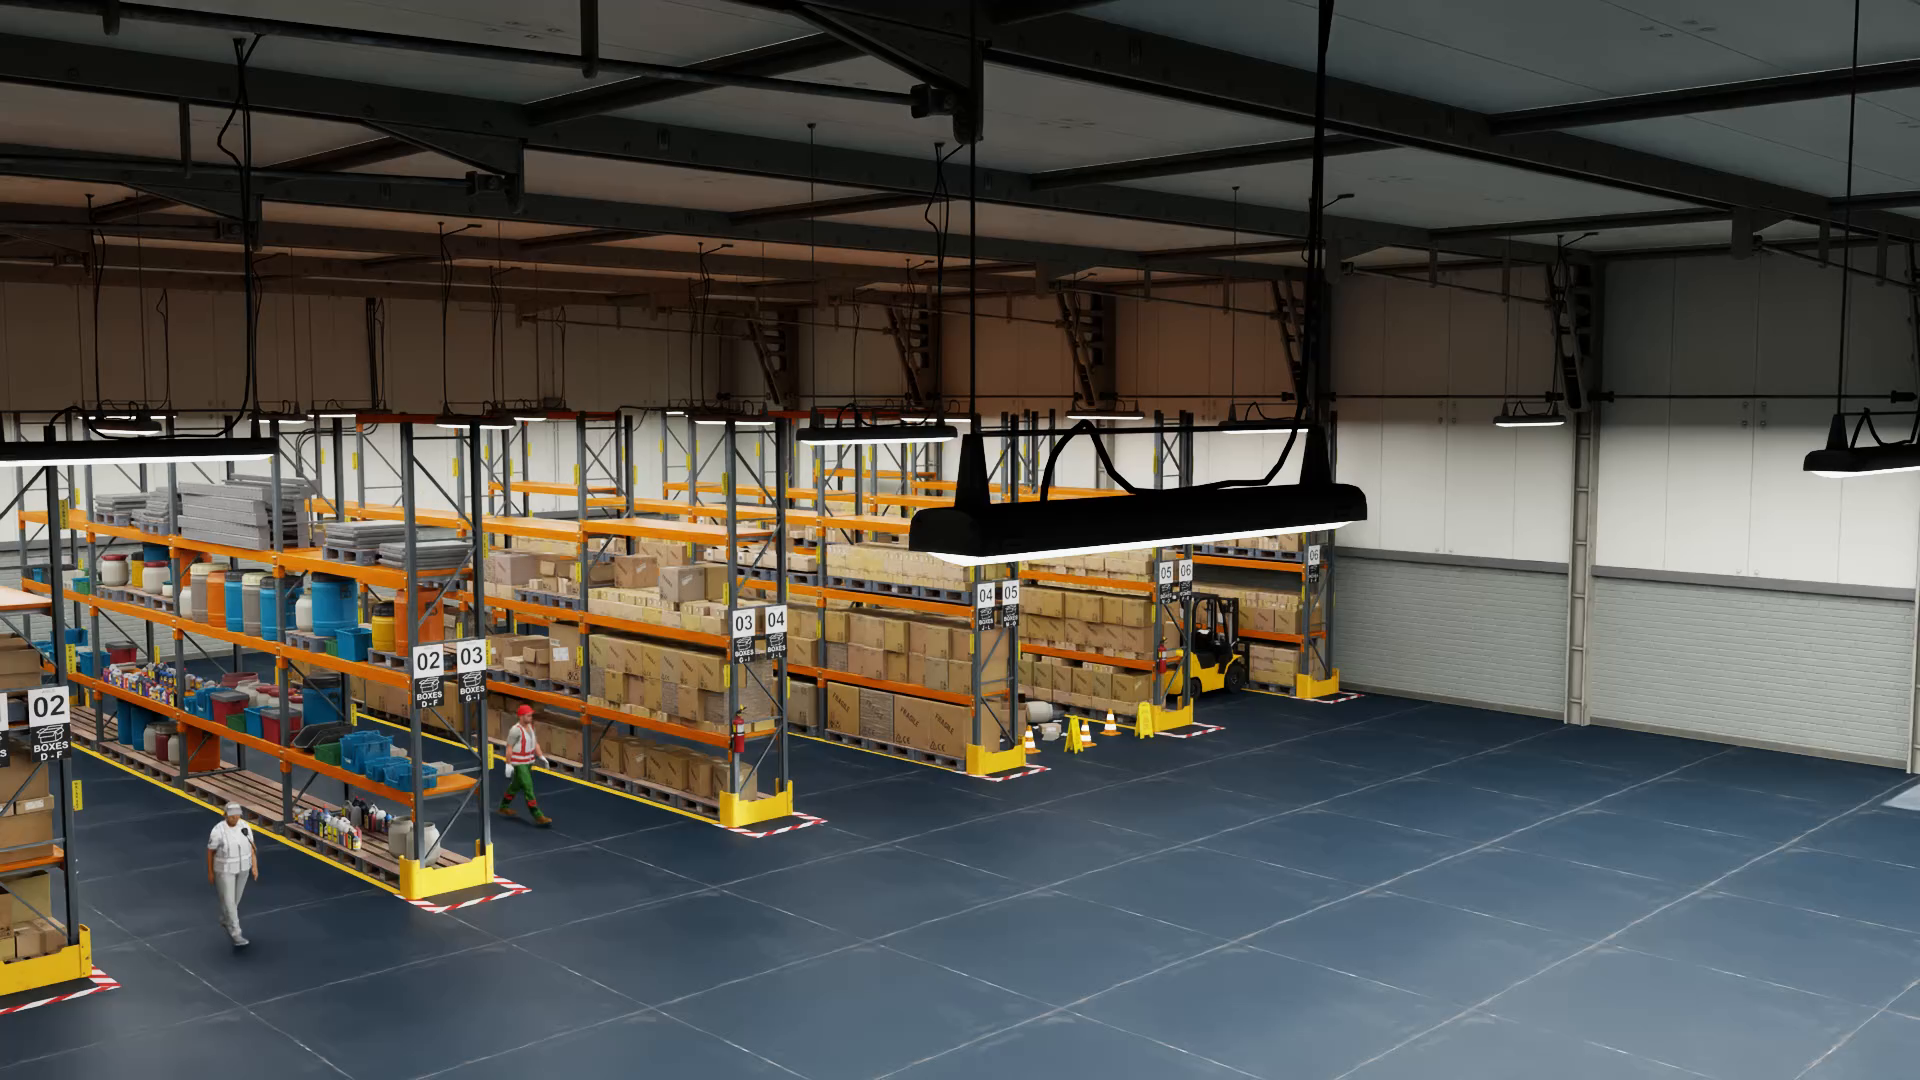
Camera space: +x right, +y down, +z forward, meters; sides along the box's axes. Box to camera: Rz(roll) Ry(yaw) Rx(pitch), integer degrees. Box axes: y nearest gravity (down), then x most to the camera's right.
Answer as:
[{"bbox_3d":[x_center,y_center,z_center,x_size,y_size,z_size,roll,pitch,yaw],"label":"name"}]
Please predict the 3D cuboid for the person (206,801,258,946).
[{"bbox_3d":[-8.397,3.830,19.282,1.006,1.605,0.506,4,6,36],"label":"person"}]

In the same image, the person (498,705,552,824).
[{"bbox_3d":[-6.446,3.301,24.680,1.126,1.718,0.575,2,5,22],"label":"person"}]
